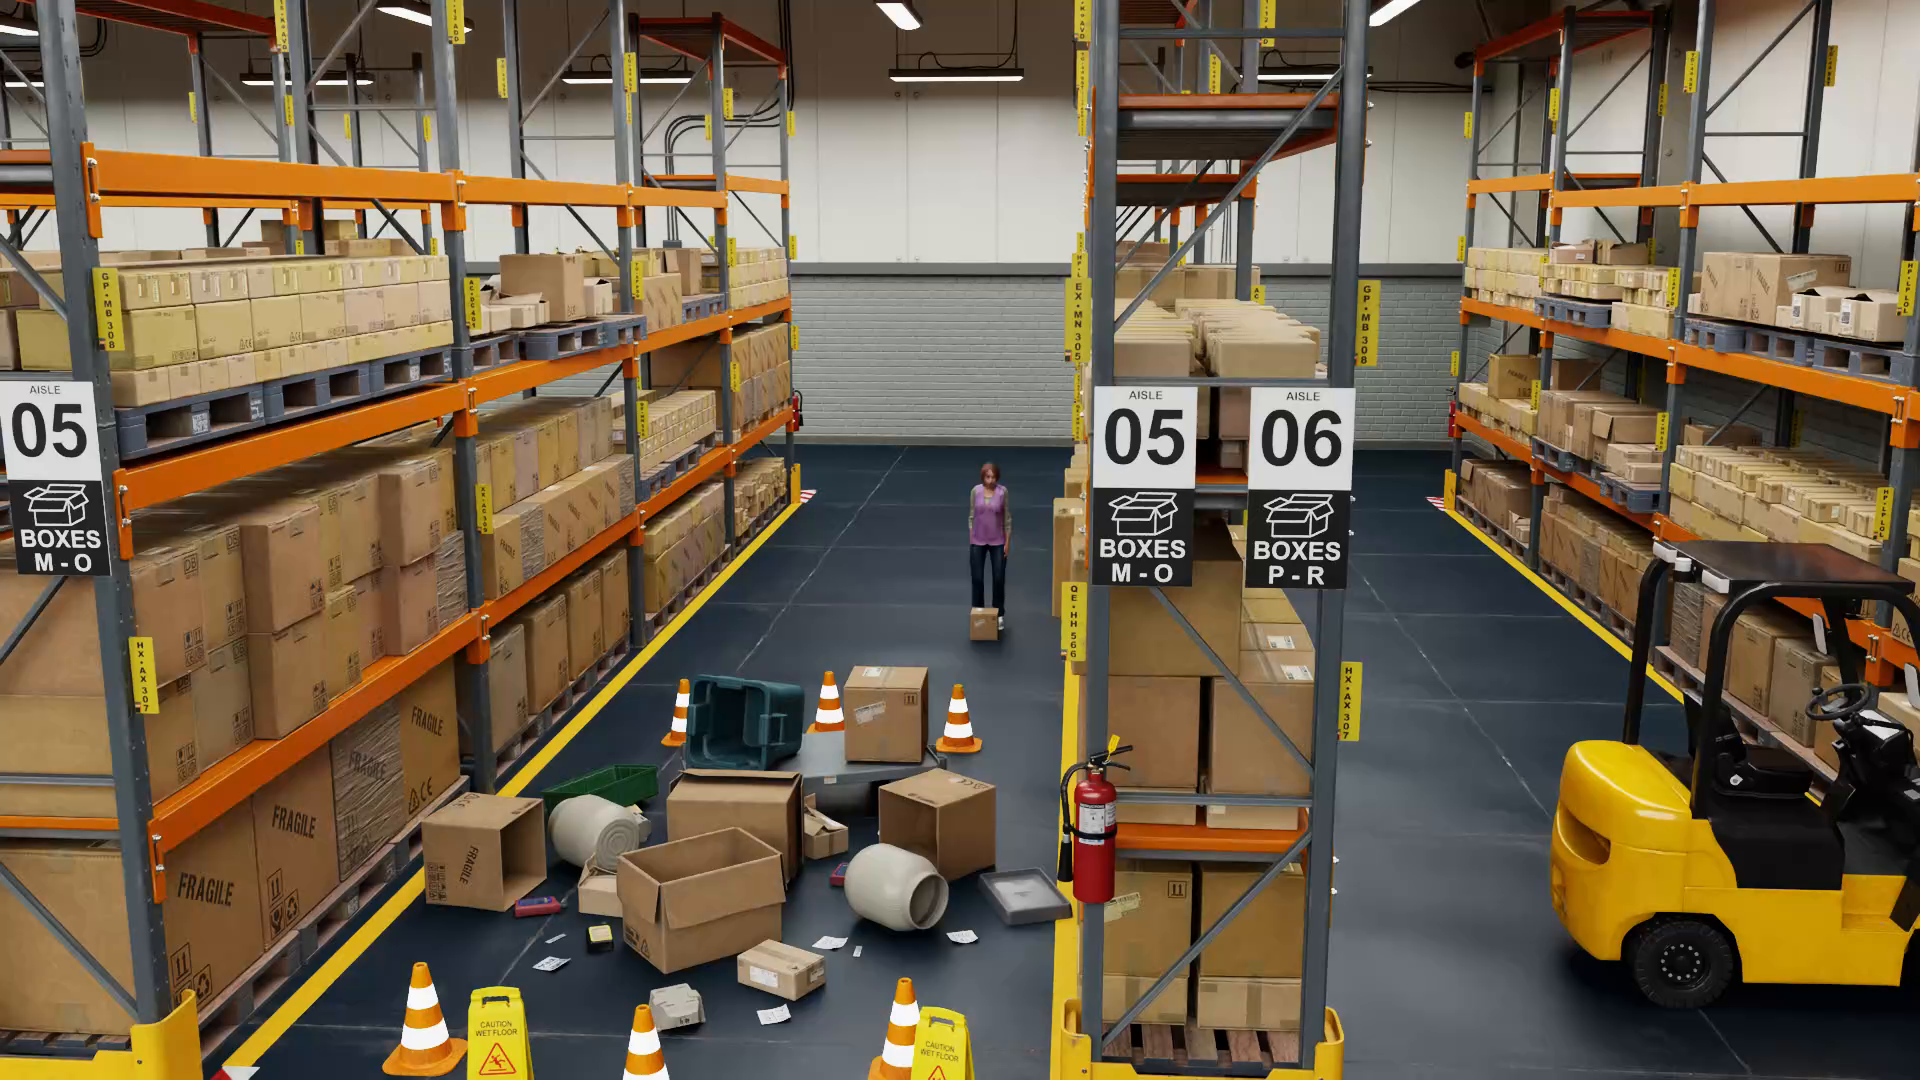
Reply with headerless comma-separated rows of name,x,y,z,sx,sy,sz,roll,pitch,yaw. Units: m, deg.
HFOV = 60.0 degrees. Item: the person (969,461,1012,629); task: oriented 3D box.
person,0.287,0.053,15.756,0.409,1.586,0.301,1,11,5
